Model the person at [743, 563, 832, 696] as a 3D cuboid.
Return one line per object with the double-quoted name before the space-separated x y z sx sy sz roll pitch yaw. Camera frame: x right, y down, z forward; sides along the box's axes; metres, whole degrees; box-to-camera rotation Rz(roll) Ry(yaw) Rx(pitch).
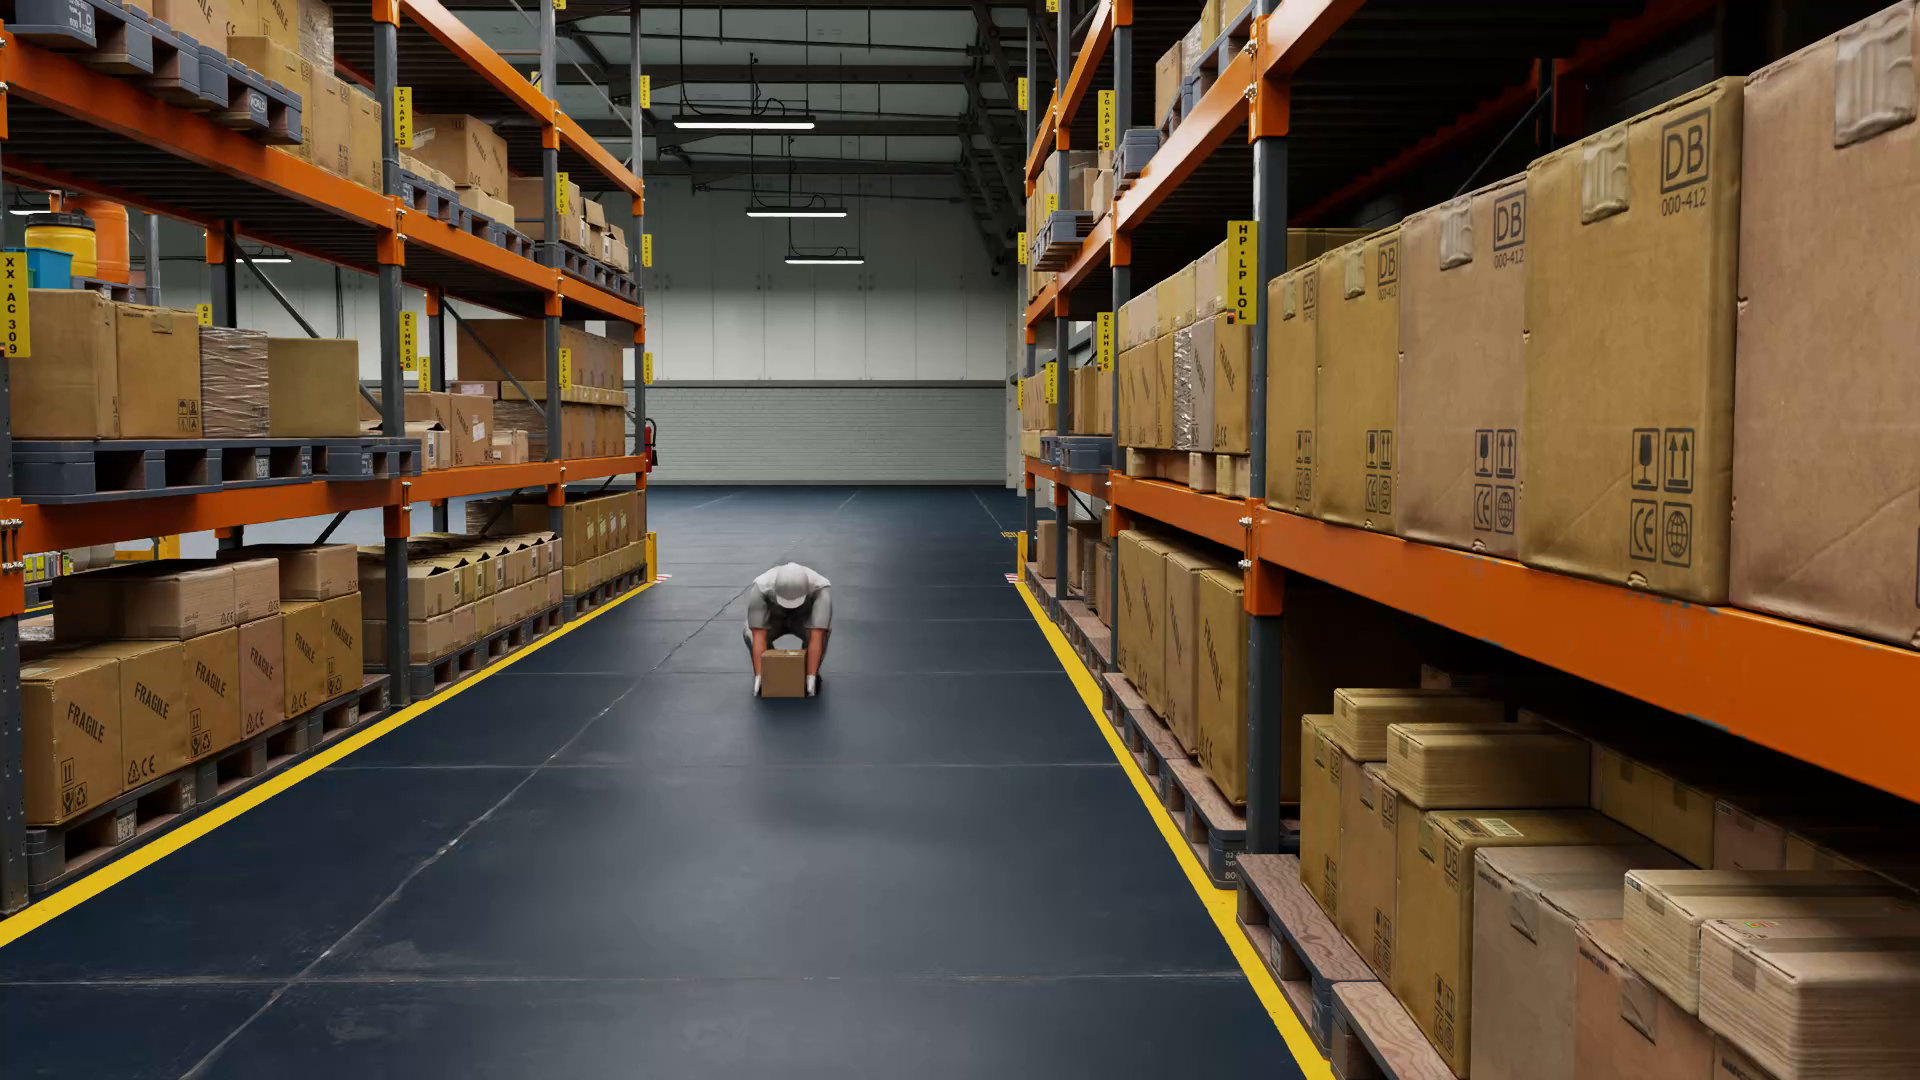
"person" -1.040 0.549 10.060 0.547 0.877 0.923 0 4 -2
